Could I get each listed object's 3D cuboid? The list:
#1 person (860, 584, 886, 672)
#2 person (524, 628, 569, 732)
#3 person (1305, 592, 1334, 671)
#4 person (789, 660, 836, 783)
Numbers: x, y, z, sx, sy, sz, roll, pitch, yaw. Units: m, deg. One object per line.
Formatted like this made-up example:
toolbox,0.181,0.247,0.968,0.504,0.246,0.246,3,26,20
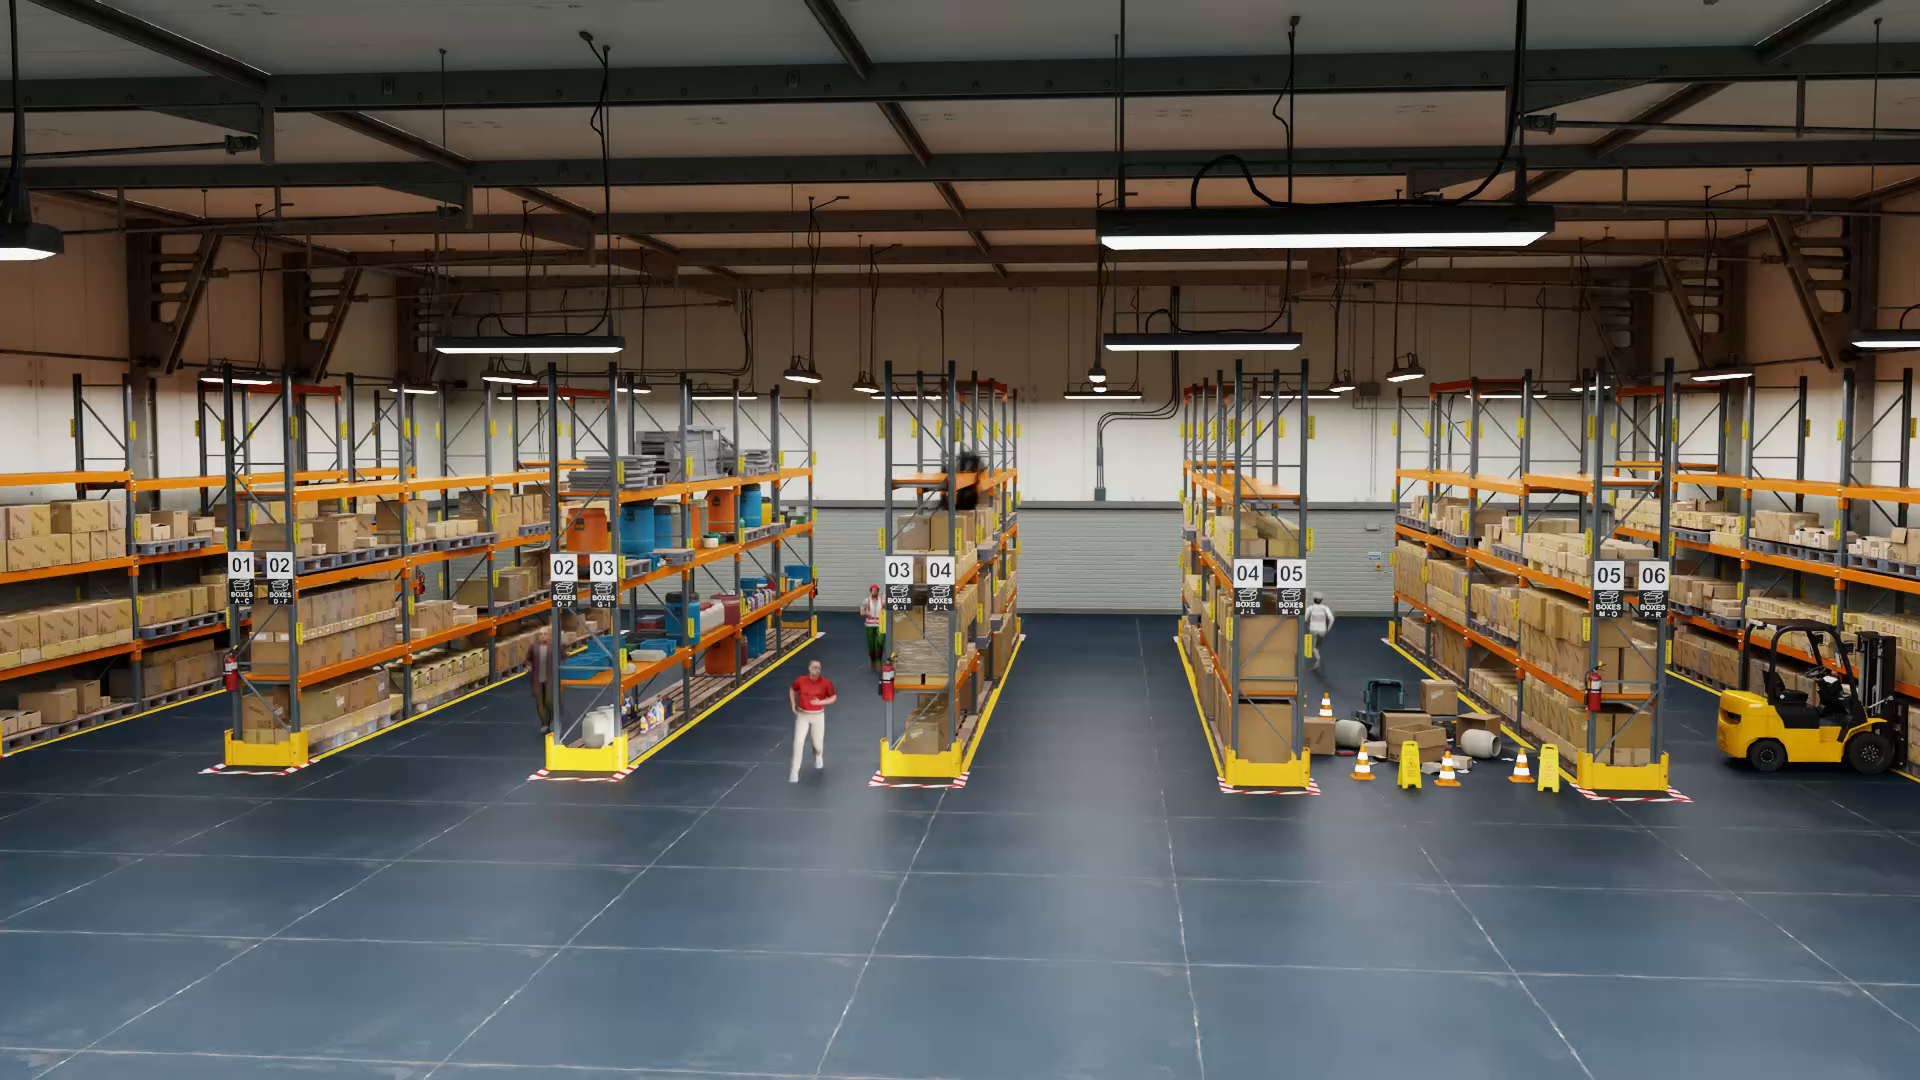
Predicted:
person,-1.767,1.831,34.644,0.632,1.824,0.705,0,4,-3
person,-6.851,2.321,27.404,0.698,1.735,0.633,0,4,-1
person,7.381,1.921,34.343,0.640,1.685,0.875,0,4,4
person,-2.132,2.590,24.087,0.685,1.716,0.927,0,4,-4
